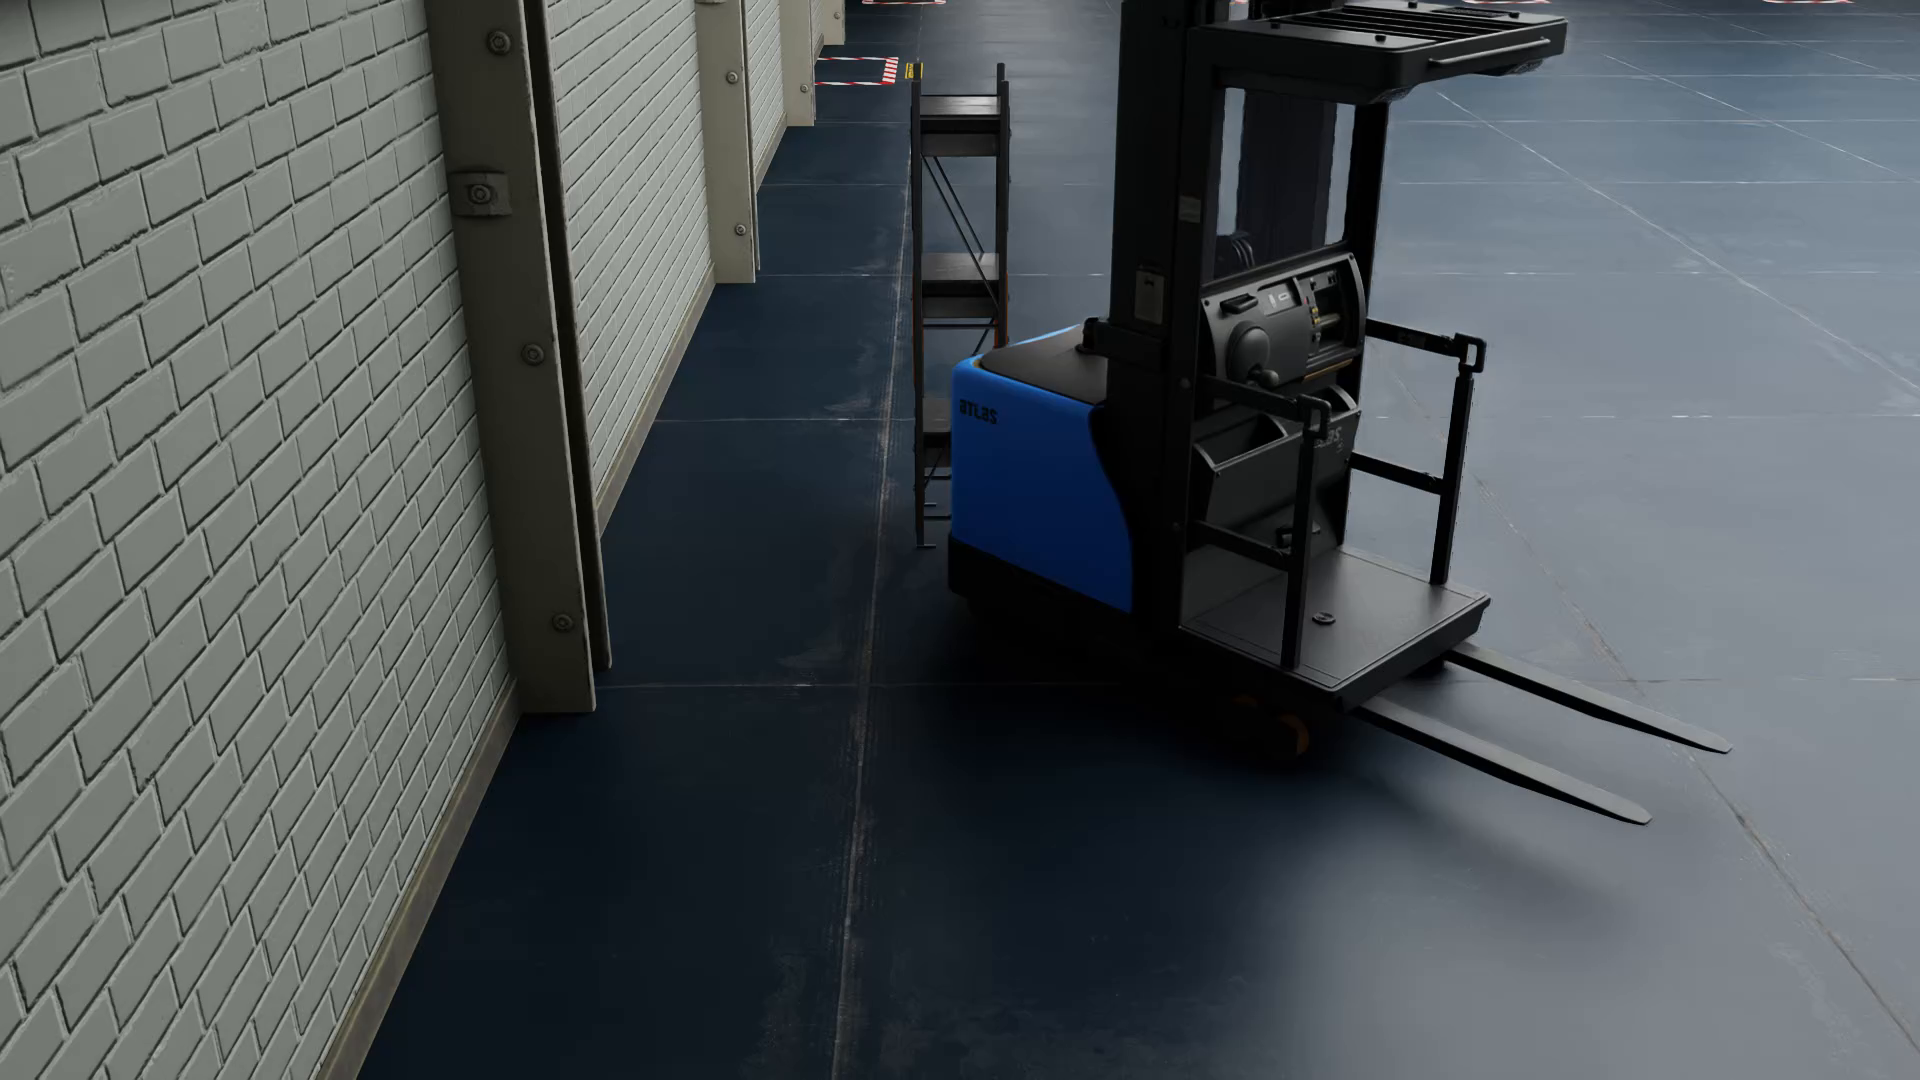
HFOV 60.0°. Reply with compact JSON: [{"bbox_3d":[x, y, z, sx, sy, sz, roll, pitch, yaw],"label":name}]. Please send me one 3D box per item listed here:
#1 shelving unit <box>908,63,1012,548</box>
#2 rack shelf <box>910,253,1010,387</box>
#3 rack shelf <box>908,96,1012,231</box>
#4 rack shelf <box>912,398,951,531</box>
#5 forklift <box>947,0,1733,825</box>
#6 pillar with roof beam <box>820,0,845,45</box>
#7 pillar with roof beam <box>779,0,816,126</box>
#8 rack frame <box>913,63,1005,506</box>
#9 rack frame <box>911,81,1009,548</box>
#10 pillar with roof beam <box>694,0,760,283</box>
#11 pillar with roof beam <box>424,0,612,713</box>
[{"bbox_3d":[-0.002,-1.025,7.468,0.431,2.100,0.503,0,24,-1],"label":"shelving unit"},{"bbox_3d":[-0.002,-1.012,7.474,0.431,0.518,0.480,0,24,-1],"label":"rack shelf"},{"bbox_3d":[-0.002,-1.650,7.185,0.431,0.518,0.480,0,24,-1],"label":"rack shelf"},{"bbox_3d":[-0.002,-0.375,7.762,0.431,0.518,0.480,0,24,-1],"label":"rack shelf"},{"bbox_3d":[1.335,-0.780,5.918,1.130,2.935,3.031,-22,32,-39],"label":"forklift"},{"bbox_3d":[2.562,-10.965,21.075,9.100,9.000,0.400,0,24,-1],"label":"pillar with roof beam"},{"bbox_3d":[2.627,-8.493,15.608,9.100,9.000,0.400,0,24,-1],"label":"pillar with roof beam"},{"bbox_3d":[-0.004,-1.125,7.690,0.400,2.100,0.015,0,24,-1],"label":"rack frame"},{"bbox_3d":[0.001,-0.924,7.246,0.400,2.100,0.015,0,24,-1],"label":"rack frame"},{"bbox_3d":[2.693,-6.021,10.142,9.100,9.000,0.400,0,24,-1],"label":"pillar with roof beam"},{"bbox_3d":[2.758,-3.548,4.675,9.100,9.000,0.400,0,24,-1],"label":"pillar with roof beam"}]
